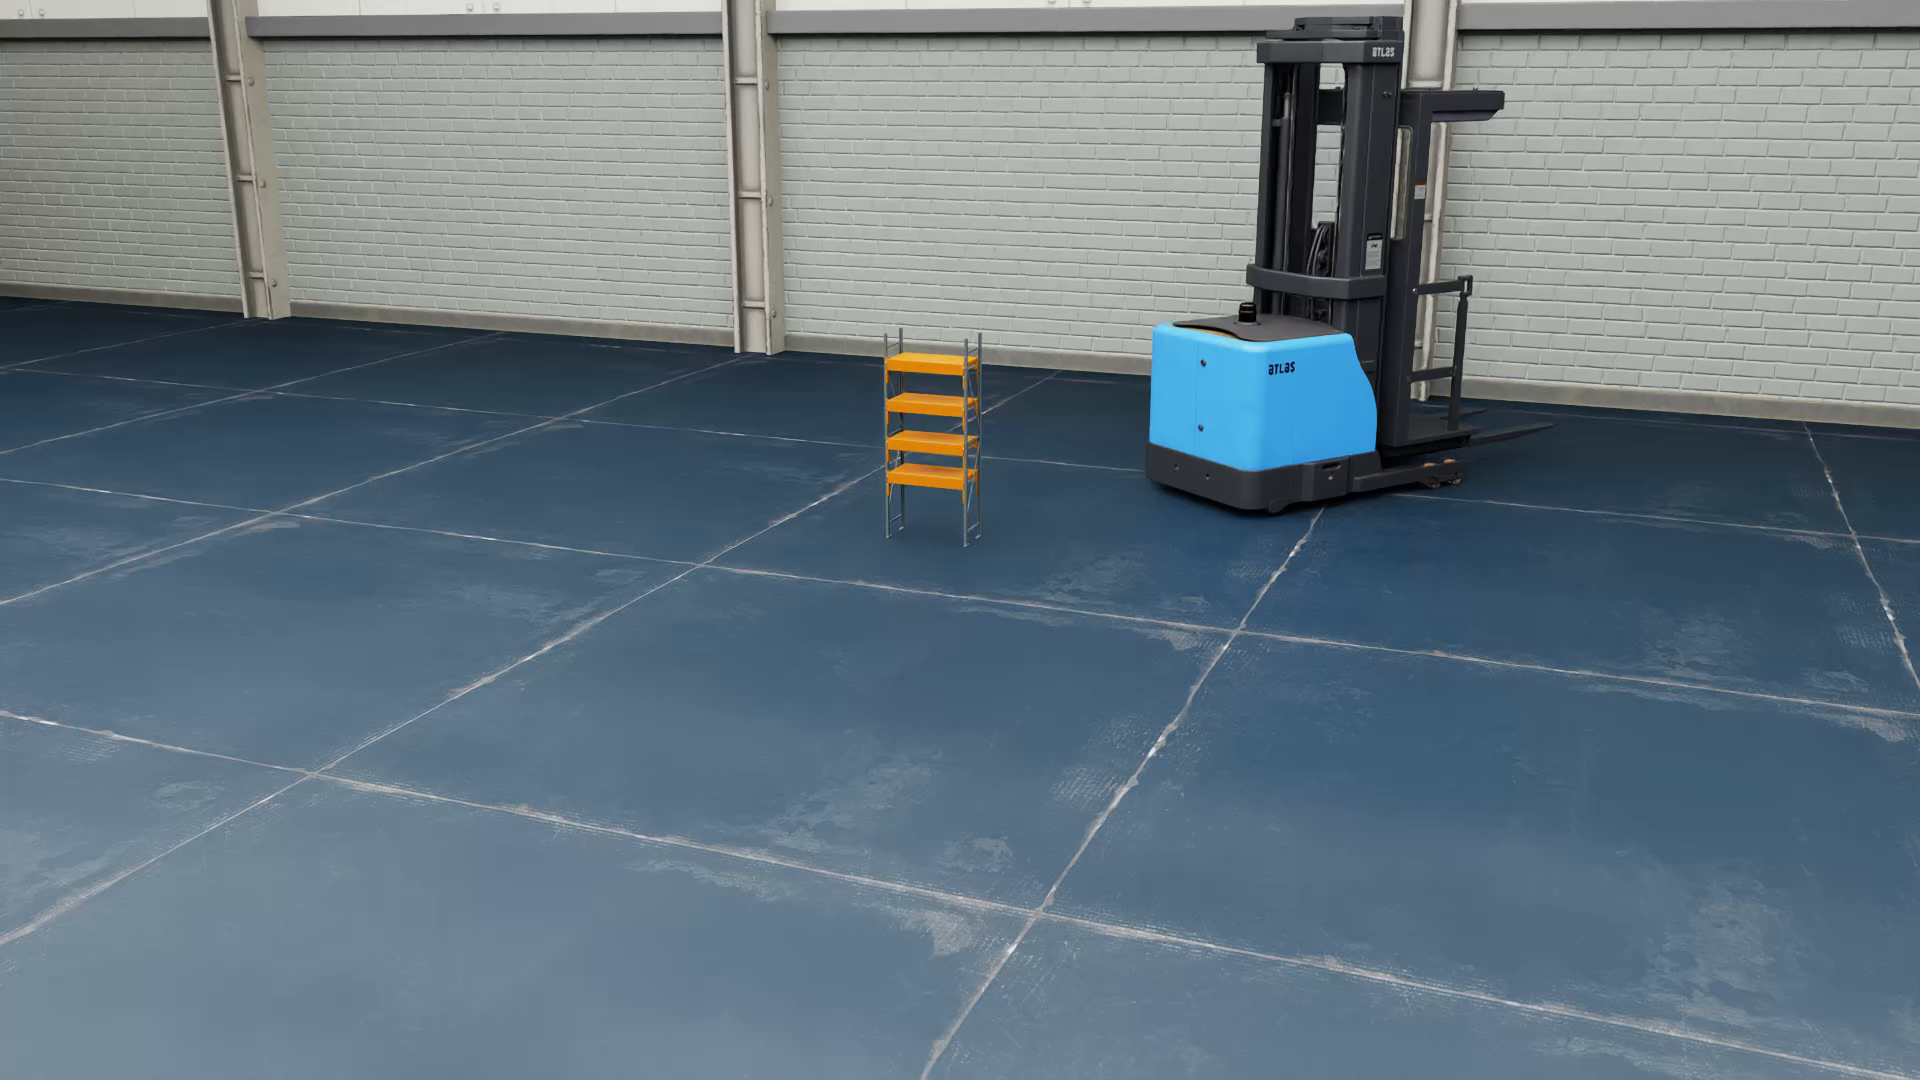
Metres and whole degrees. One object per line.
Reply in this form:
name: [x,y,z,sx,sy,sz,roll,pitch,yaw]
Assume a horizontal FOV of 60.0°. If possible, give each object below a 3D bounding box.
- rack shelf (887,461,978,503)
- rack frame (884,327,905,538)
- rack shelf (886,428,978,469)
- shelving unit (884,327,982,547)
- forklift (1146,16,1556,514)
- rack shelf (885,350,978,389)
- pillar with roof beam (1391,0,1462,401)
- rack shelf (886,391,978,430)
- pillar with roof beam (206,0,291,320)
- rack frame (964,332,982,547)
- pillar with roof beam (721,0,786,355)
rack shelf: [-0.154,-0.338,9.639,0.480,0.148,0.258,6,17,21]
rack frame: [-0.381,-0.618,9.651,0.015,1.200,0.240,6,17,21]
rack shelf: [-0.154,-0.529,9.583,0.480,0.148,0.258,6,17,21]
shelving unit: [-0.154,-0.593,9.565,0.503,1.200,0.258,6,17,21]
forklift: [2.730,-1.858,10.817,3.031,2.935,1.130,-10,19,-31]
rack shelf: [-0.154,-0.971,9.455,0.480,0.148,0.258,6,17,21]
pillar with roof beam: [2.094,-4.398,8.681,0.400,9.000,9.100,6,17,21]
rack shelf: [-0.154,-0.743,9.521,0.480,0.148,0.258,6,17,21]
pillar with roof beam: [-9.069,-5.625,12.910,0.400,9.000,9.100,6,17,21]
rack frame: [0.073,-0.568,9.479,0.015,1.200,0.240,6,17,21]
pillar with roof beam: [-3.488,-5.012,10.796,0.400,9.000,9.100,6,17,21]
